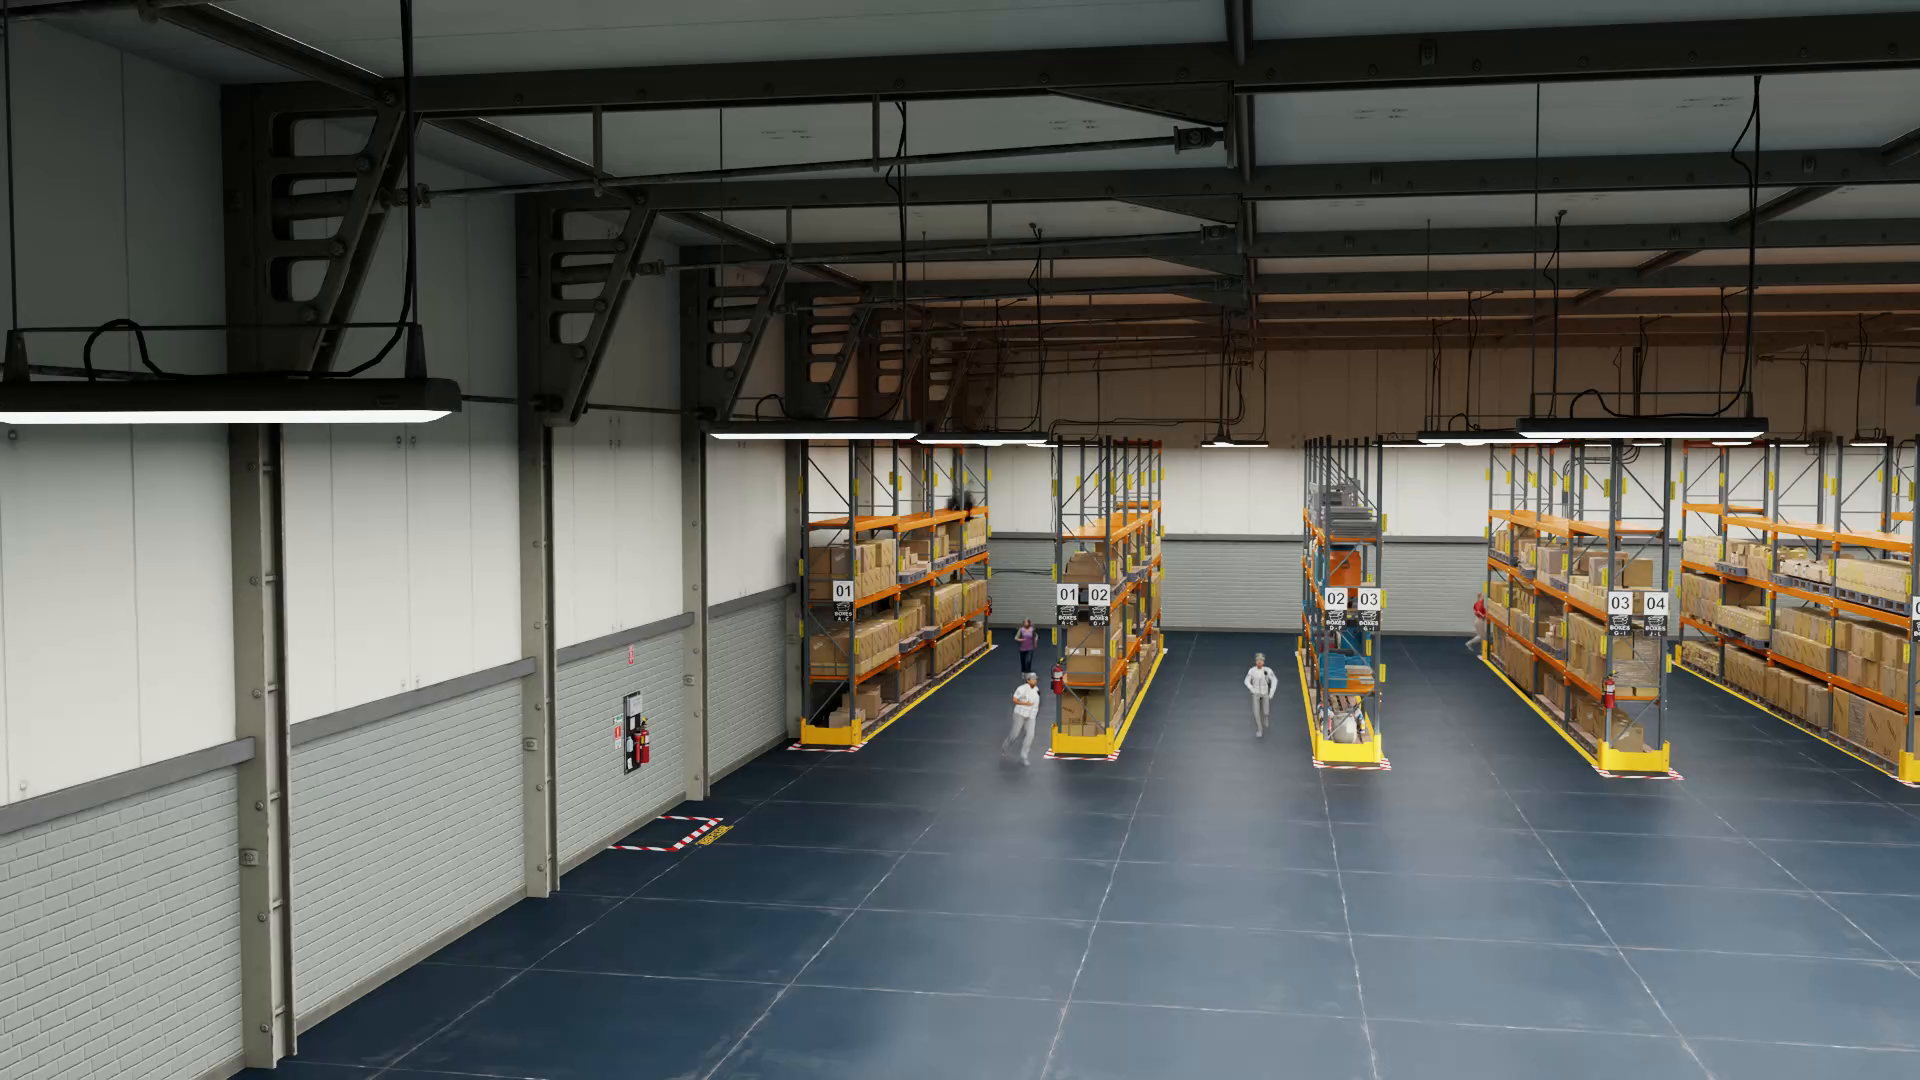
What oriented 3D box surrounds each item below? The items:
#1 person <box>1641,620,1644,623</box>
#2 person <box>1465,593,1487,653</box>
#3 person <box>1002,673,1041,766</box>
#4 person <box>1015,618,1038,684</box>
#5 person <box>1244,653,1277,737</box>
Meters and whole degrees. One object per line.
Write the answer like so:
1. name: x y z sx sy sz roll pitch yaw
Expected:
1. person: 18.838 2.464 45.308 0.676 1.657 0.635 -1 3 -16
2. person: 14.635 2.340 46.832 0.757 1.708 0.690 1 3 16
3. person: 1.213 3.255 30.548 0.644 1.653 0.887 -1 3 -26
4. person: 1.625 2.698 40.703 0.568 1.587 0.852 0 3 0
5. person: 6.034 3.099 33.401 0.652 1.666 0.580 1 3 11
